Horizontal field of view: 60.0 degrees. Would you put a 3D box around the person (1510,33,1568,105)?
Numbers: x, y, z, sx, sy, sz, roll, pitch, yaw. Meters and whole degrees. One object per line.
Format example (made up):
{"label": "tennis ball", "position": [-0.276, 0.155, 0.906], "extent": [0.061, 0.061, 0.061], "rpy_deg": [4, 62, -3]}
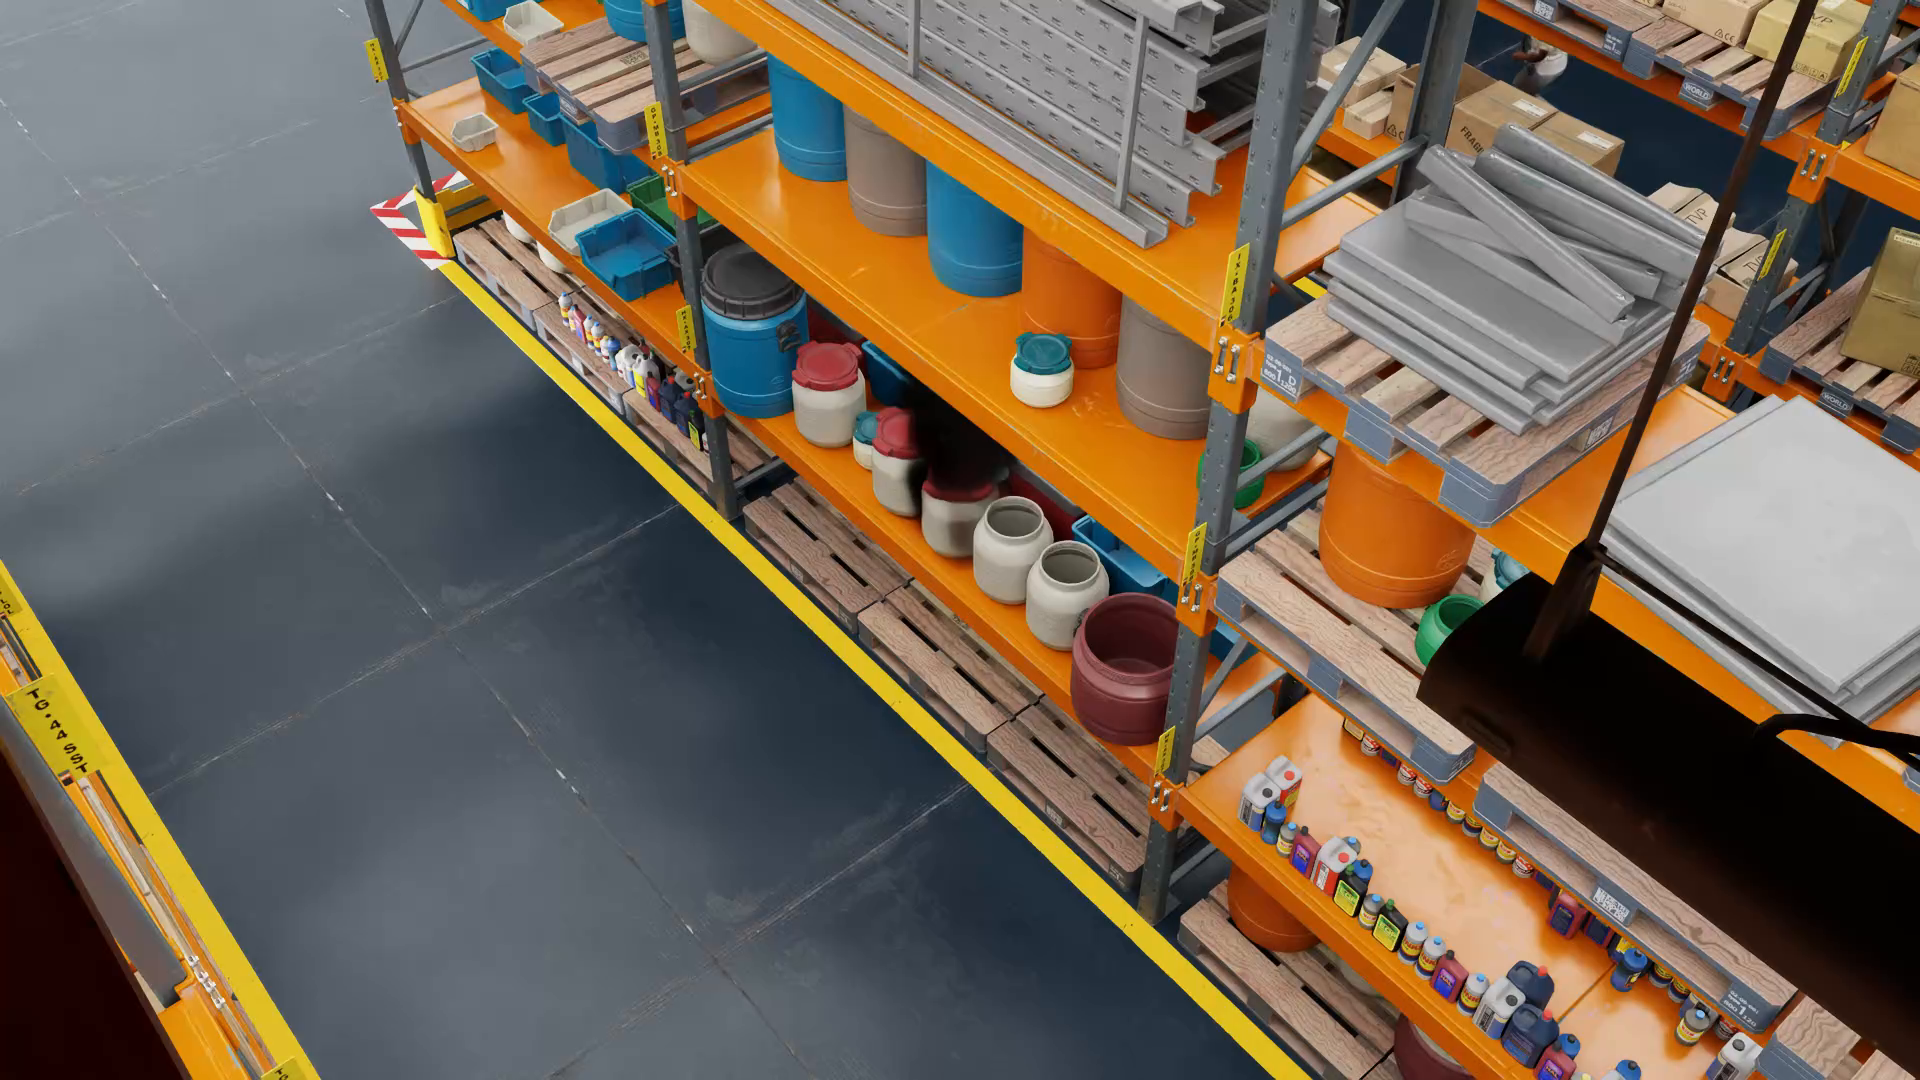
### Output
{"label": "person", "position": [4.759, -3.838, 13.503], "extent": [0.558, 1.662, 0.583], "rpy_deg": [35, 56, 29]}

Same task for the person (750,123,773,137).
{"label": "person", "position": [-1.345, -2.996, 12.612], "extent": [0.651, 1.837, 0.832], "rpy_deg": [-24, 51, -21]}
